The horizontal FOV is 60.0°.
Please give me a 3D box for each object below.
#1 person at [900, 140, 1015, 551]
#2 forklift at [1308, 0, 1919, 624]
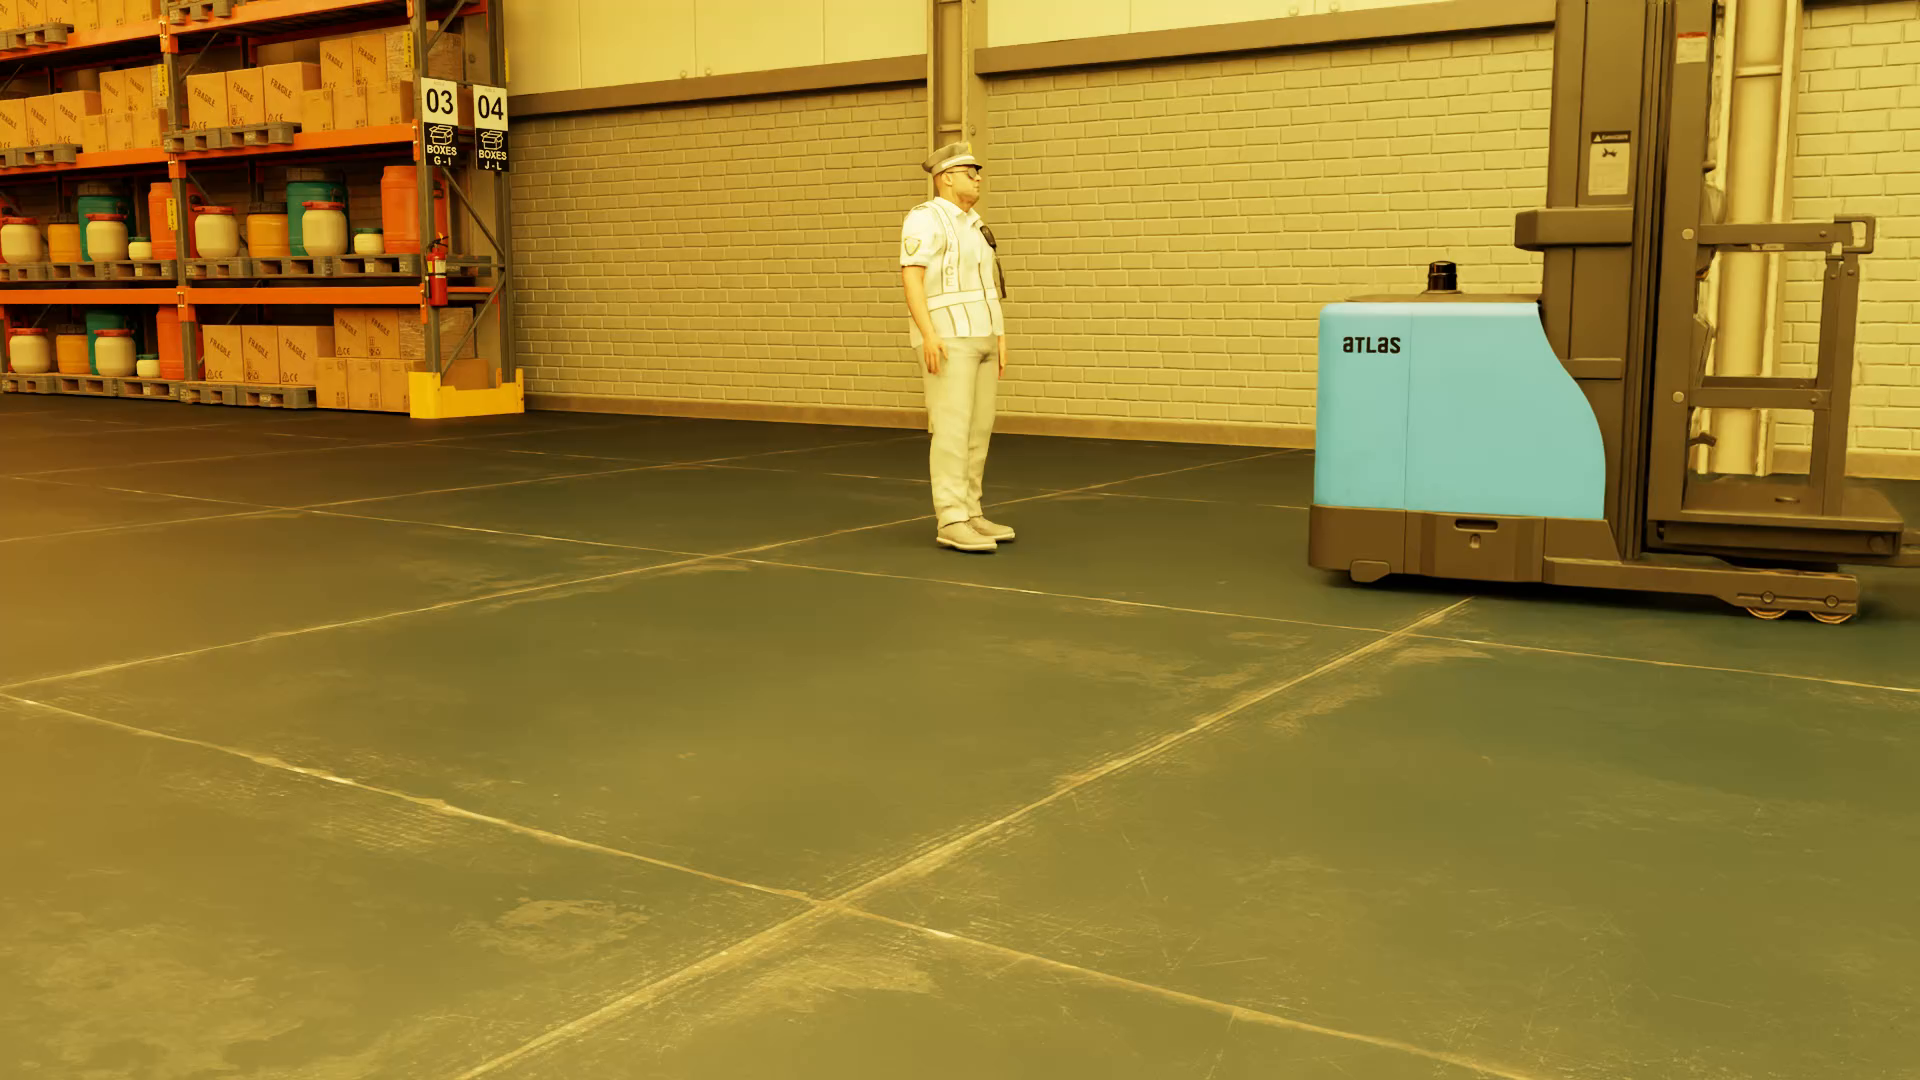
[{"bbox_3d":[0.059,-0.883,7.425,0.574,1.781,0.641,5,10,34],"label":"person"},{"bbox_3d":[2.904,-1.253,6.007,3.031,2.935,1.130,4,9,24],"label":"forklift"}]
